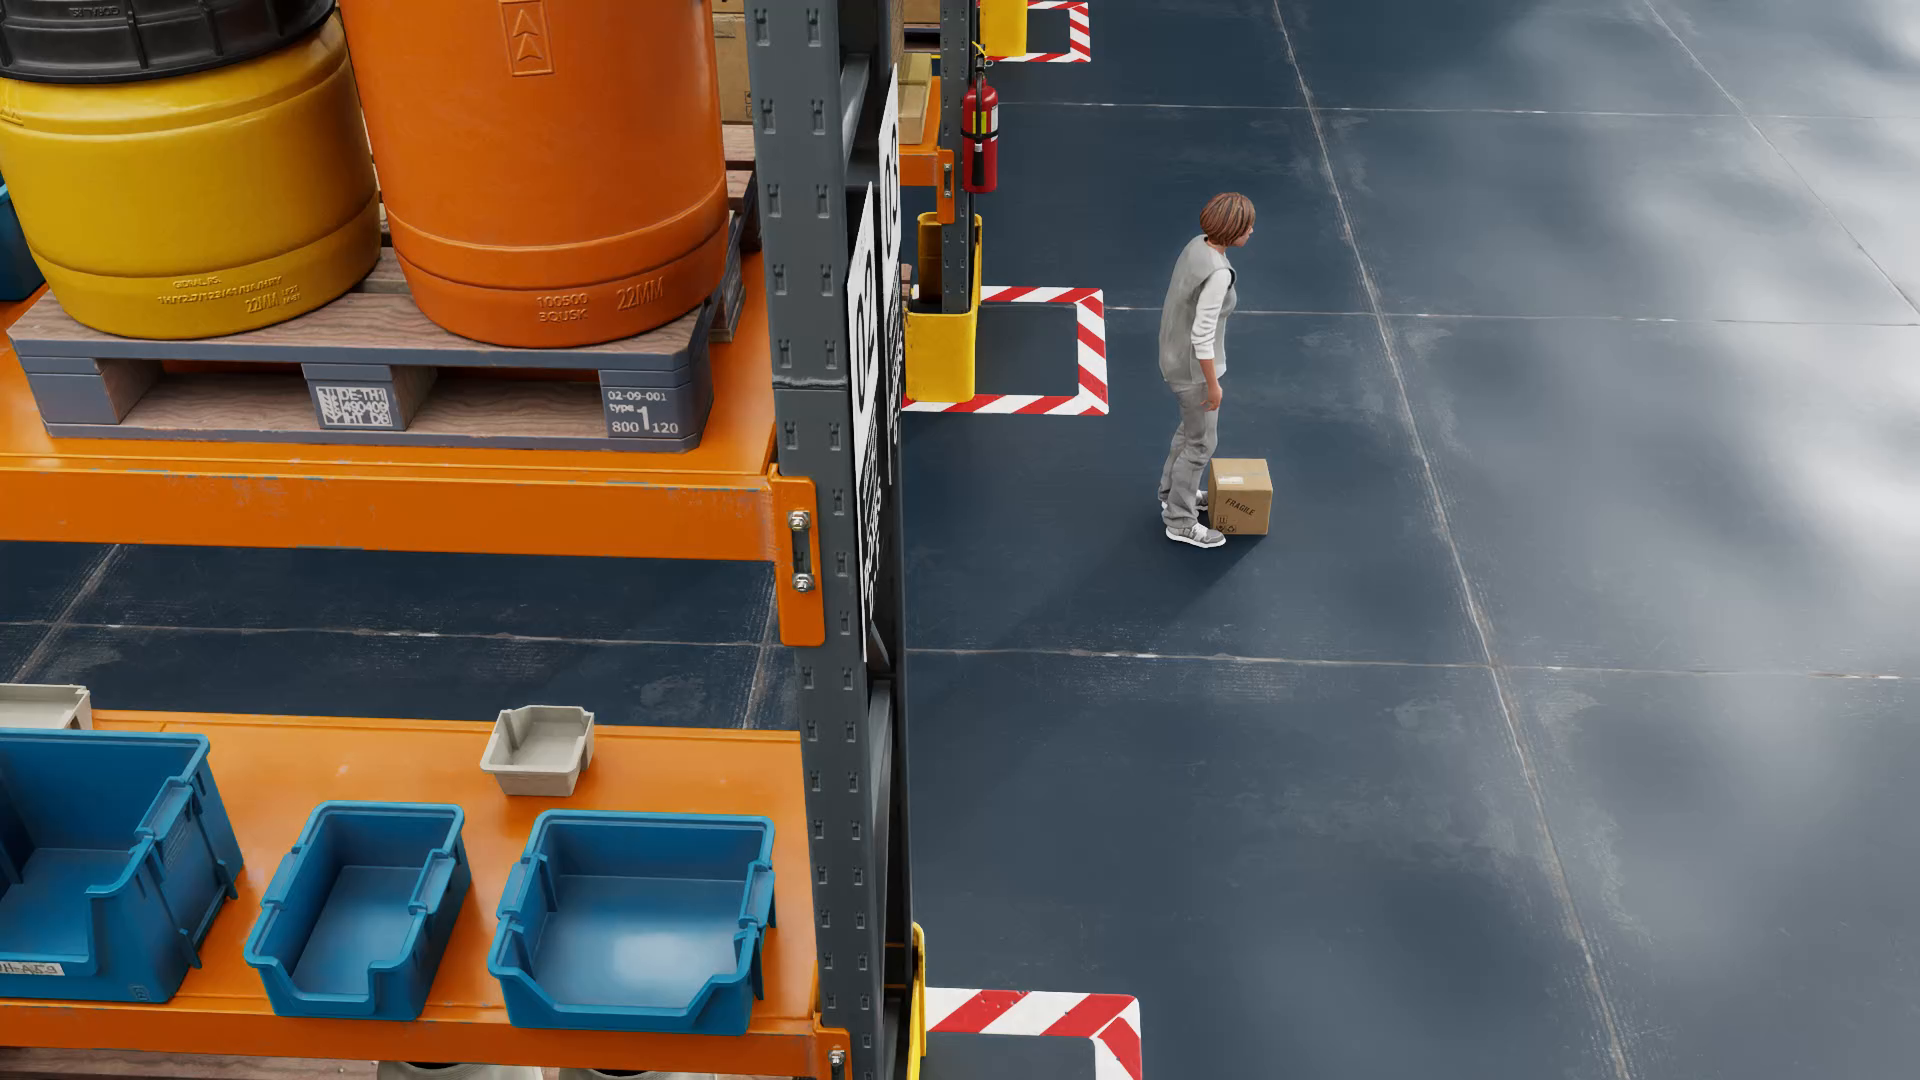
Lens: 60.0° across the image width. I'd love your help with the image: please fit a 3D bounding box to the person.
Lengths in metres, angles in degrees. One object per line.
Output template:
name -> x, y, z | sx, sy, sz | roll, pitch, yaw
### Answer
person -> 1.032, -0.742, 7.171 | 0.345, 1.593, 0.484 | -1, 36, -1
